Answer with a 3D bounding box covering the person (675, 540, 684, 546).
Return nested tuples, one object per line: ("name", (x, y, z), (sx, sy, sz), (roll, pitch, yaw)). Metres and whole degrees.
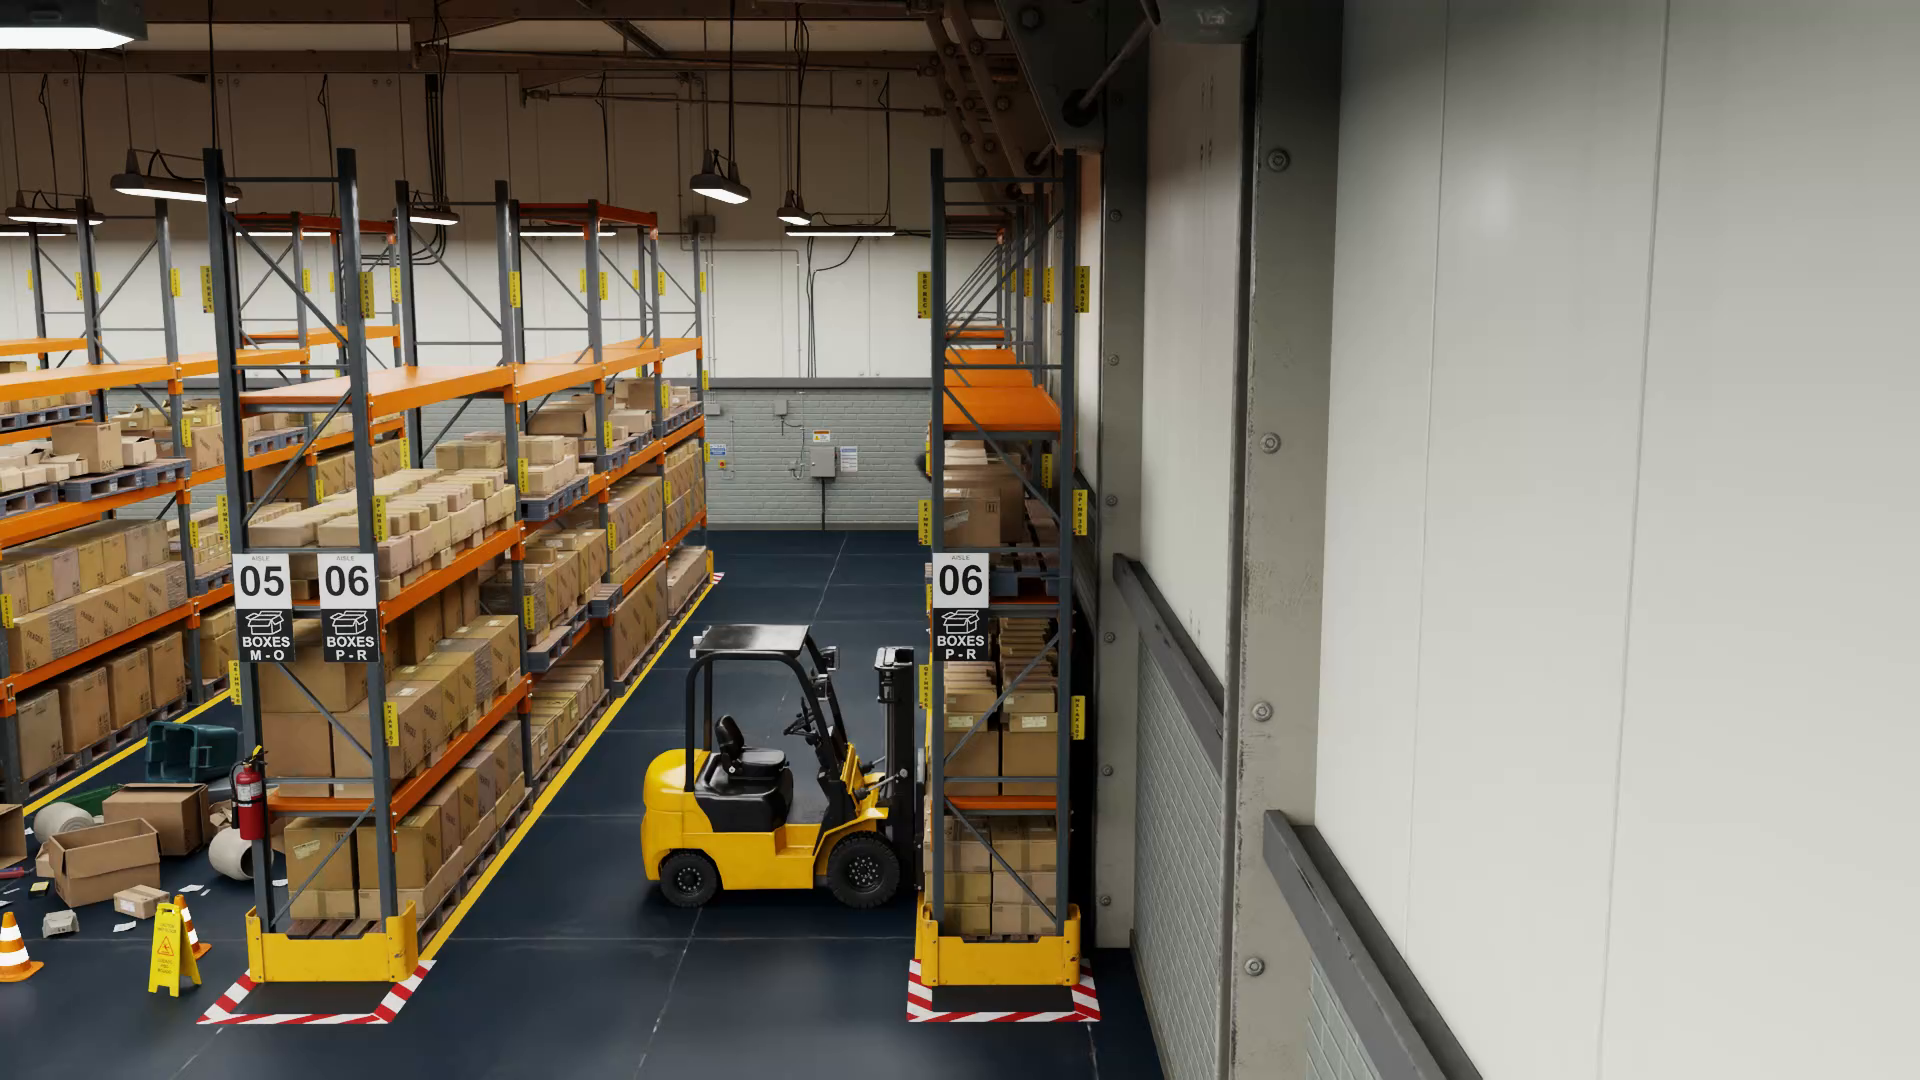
("person", (-5.321, -0.521, 30.314), (0.636, 1.687, 0.640), (-3, 10, -17))
